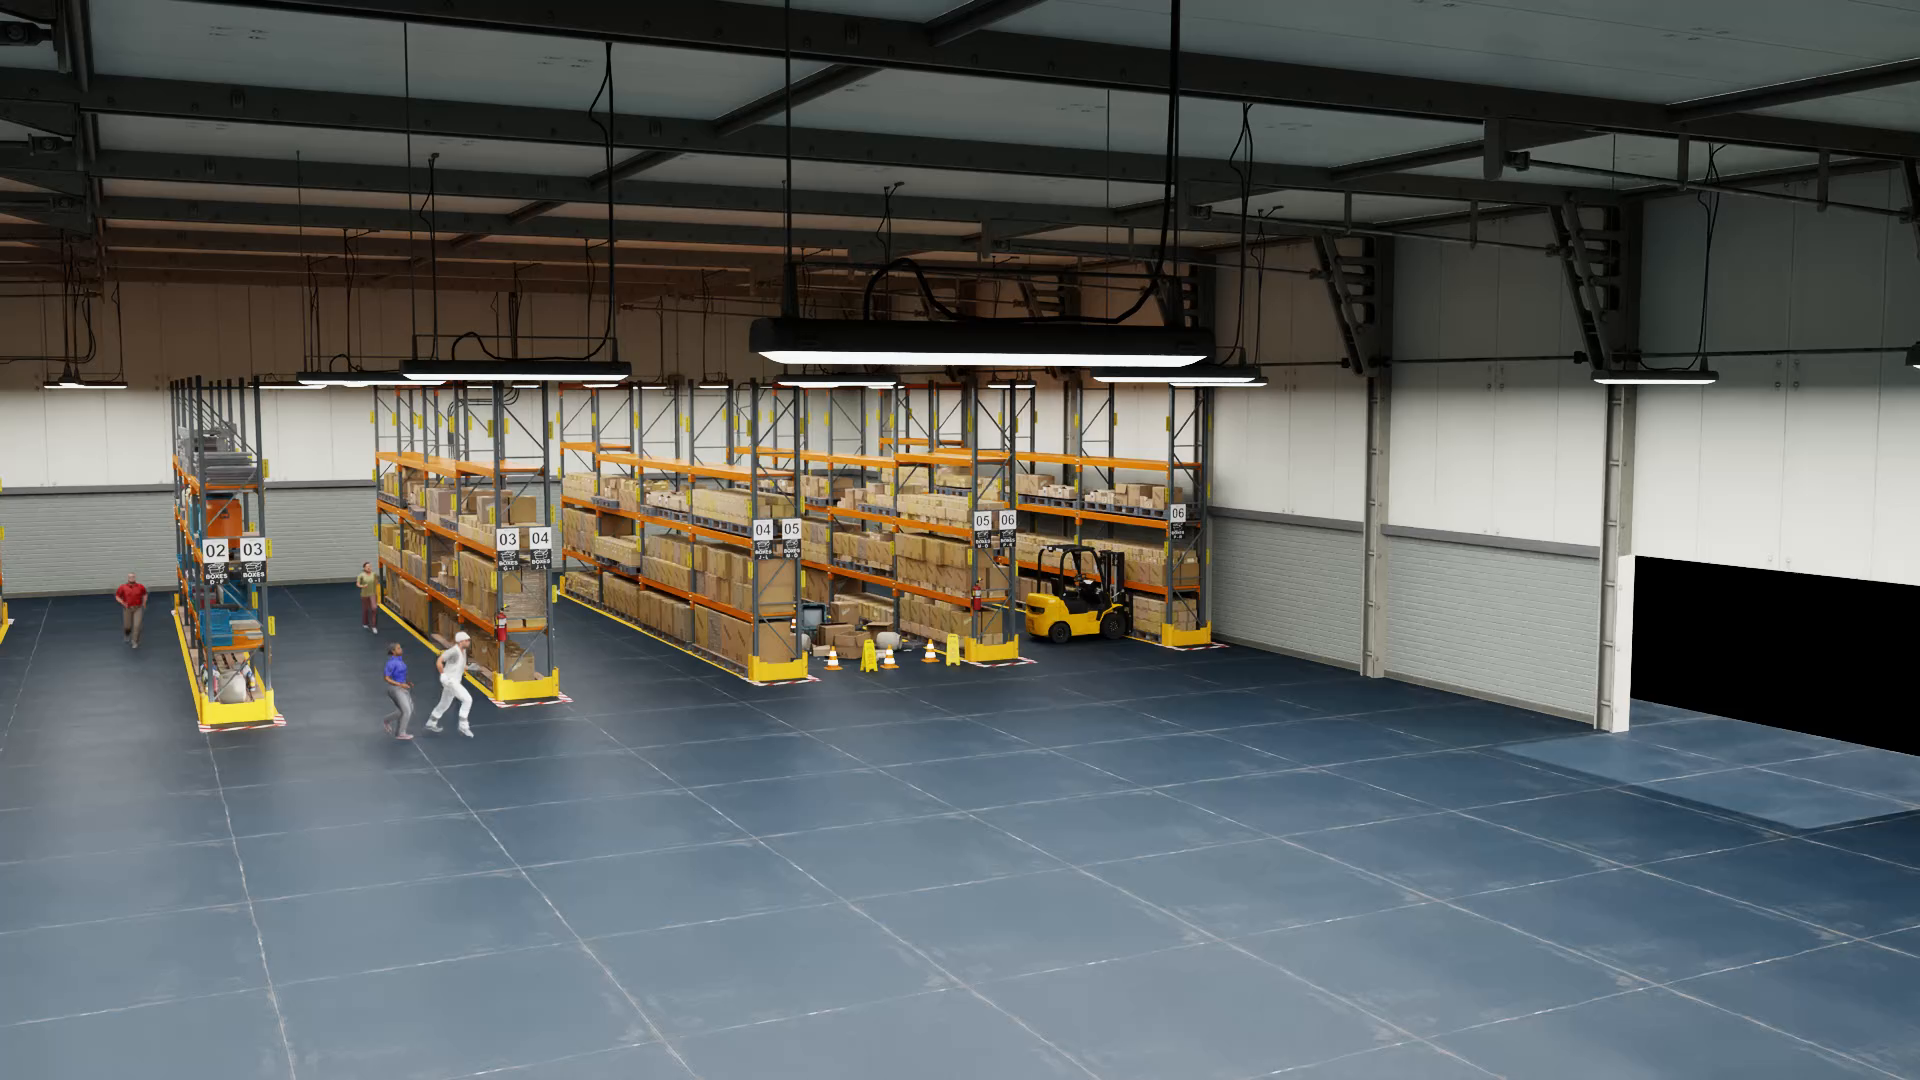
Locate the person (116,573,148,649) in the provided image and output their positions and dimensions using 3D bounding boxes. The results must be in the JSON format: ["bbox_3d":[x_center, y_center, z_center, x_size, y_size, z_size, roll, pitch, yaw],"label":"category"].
[{"bbox_3d":[-18.527,1.571,37.237,0.655,1.683,0.680,-3,6,-33],"label":"person"}]

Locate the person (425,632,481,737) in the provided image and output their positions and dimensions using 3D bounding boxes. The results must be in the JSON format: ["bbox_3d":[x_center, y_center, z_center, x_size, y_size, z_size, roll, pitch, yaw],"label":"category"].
[{"bbox_3d":[-8.479,2.407,27.677,0.921,1.769,0.669,0,5,-1],"label":"person"}]

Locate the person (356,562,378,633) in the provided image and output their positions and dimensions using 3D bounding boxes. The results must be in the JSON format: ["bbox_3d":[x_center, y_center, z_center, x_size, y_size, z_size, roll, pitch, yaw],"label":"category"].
[{"bbox_3d":[-14.148,1.364,39.723,0.519,1.710,0.790,-3,6,-27],"label":"person"}]

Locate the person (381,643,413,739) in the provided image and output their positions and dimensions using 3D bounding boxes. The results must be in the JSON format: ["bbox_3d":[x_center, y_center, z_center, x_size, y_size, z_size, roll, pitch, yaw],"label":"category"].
[{"bbox_3d":[-9.302,2.485,27.410,0.586,1.602,0.573,0,5,1],"label":"person"}]
